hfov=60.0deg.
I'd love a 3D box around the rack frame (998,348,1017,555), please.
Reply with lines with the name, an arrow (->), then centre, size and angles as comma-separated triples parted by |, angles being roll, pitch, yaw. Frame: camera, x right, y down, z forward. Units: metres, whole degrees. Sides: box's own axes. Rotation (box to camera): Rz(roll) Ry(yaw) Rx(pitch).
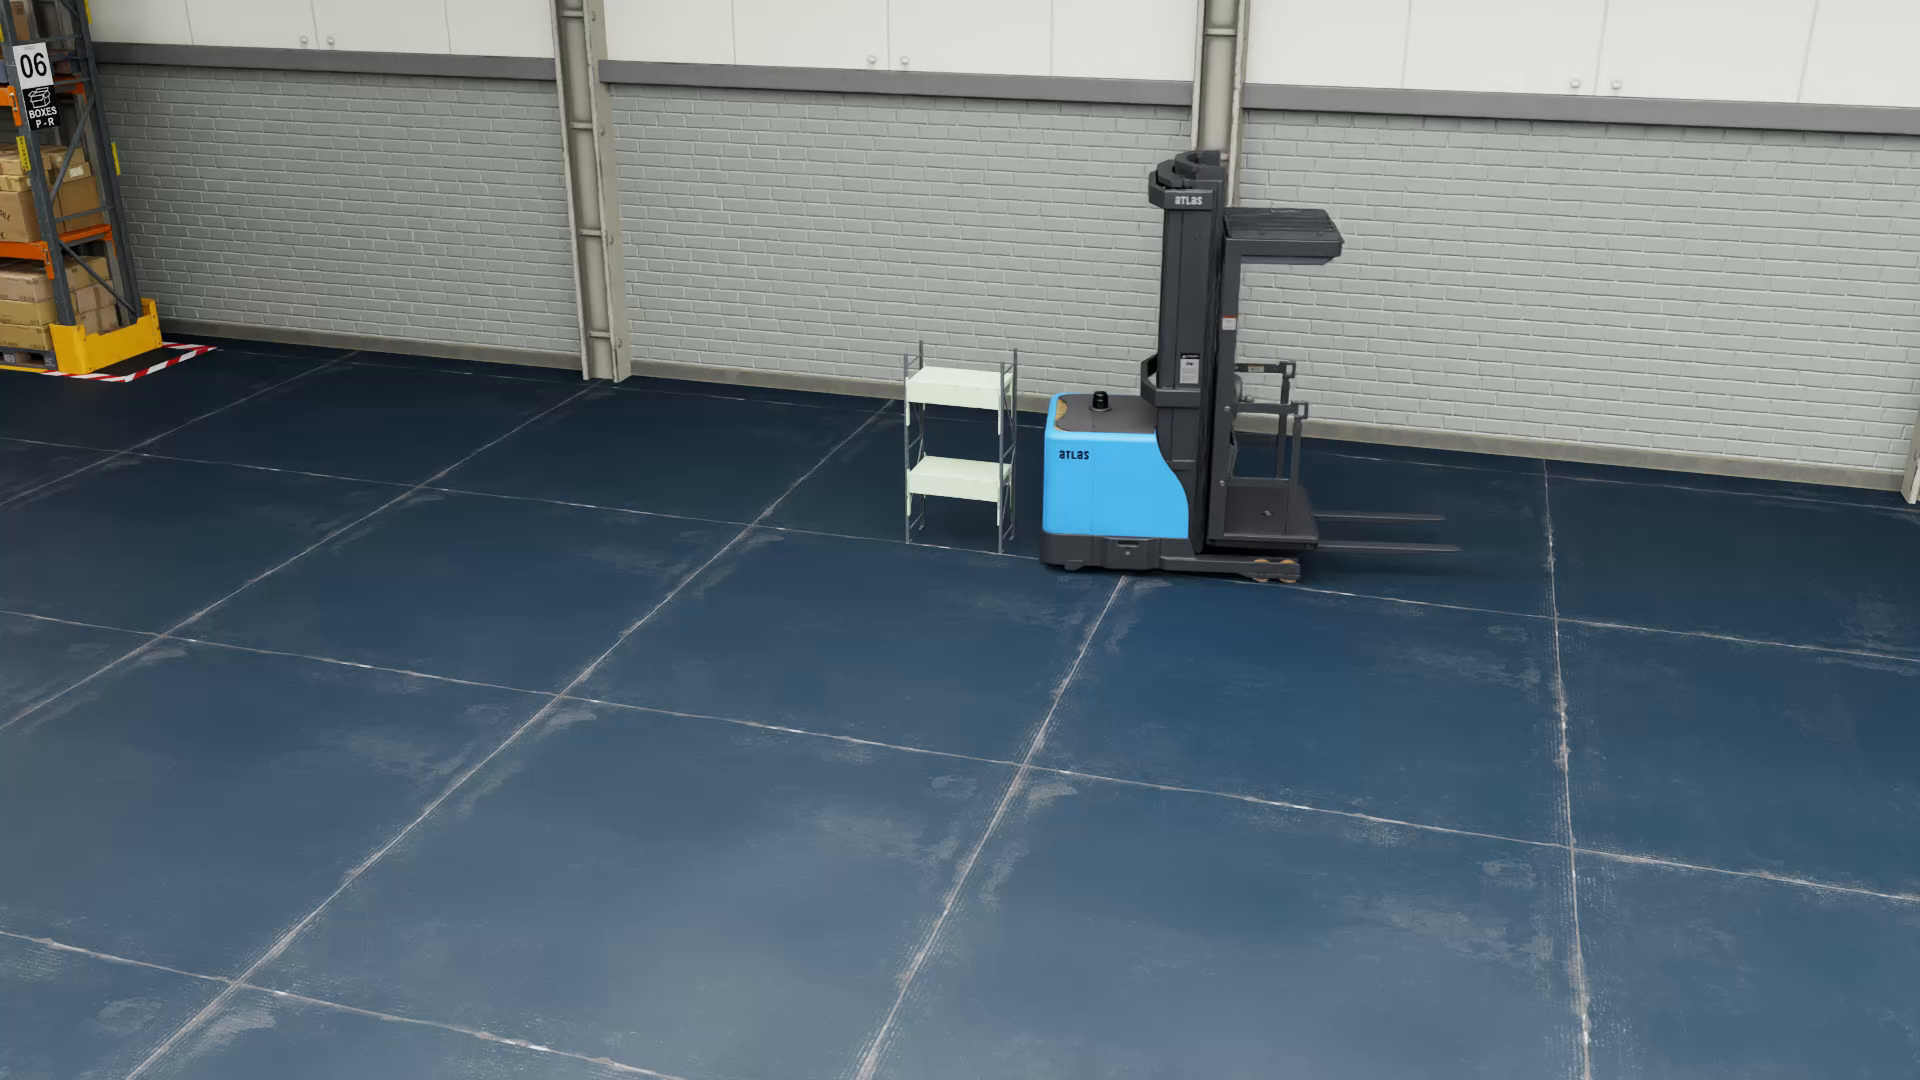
rack frame -> 0.357, -0.653, 12.386 | 0.023, 1.500, 0.400 | 7, 23, 16

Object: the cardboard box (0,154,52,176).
cardboard box -> -9.298, -3.739, 16.554 | 0.250, 0.149, 0.380 | 7, 23, 16

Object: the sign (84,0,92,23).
sign -> -8.728, -5.322, 16.583 | 0.005, 0.325, 0.100 | 7, 23, 16

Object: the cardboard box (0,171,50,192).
cardboard box -> -9.307, -3.575, 16.546 | 0.250, 0.149, 0.380 | 7, 23, 16

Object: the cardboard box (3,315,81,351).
cardboard box -> -9.435, -2.151, 17.131 | 0.500, 0.250, 0.500 | 7, 23, 16

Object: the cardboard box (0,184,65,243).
cardboard box -> -9.441, -3.297, 16.723 | 0.500, 0.500, 0.500 | 6, 23, 14

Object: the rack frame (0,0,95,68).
rack frame -> -8.894, -6.068, 15.705 | 0.127, 3.000, 1.000 | 7, 23, 16

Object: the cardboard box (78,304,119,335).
cardboard box -> -9.308, -2.339, 17.590 | 0.500, 0.250, 0.500 | 7, 23, 16

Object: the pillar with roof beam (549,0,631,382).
pillar with roof beam -> -4.800, -4.250, 11.272 | 0.400, 9.000, 9.100 | 7, 23, 16

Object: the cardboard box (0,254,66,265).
cardboard box -> -9.779, -2.852, 17.522 | 0.500, 0.250, 0.500 | 7, 23, 16

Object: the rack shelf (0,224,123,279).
rack shelf -> -10.809, -3.178, 17.514 | 4.000, 0.370, 1.077 | 7, 23, 16

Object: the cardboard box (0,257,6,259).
cardboard box -> -10.255, -2.910, 17.665 | 0.500, 0.250, 0.500 | 6, 23, 15

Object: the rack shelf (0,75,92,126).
rack shelf -> -10.809, -4.566, 16.945 | 4.000, 0.370, 1.077 | 7, 23, 16

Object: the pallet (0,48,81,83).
pallet -> -9.564, -4.726, 16.503 | 1.213, 0.211, 1.003 | 7, 23, 16

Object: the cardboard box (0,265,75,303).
cardboard box -> -9.425, -2.614, 16.942 | 0.500, 0.250, 0.500 | 7, 23, 17

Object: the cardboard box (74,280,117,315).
cardboard box -> -9.284, -2.573, 17.500 | 0.500, 0.250, 0.500 | 7, 23, 16

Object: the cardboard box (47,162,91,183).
cardboard box -> -9.144, -3.770, 17.022 | 0.250, 0.149, 0.380 | 6, 23, 14

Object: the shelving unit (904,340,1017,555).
shelving unit -> 0.006, -0.693, 12.484 | 0.755, 1.500, 0.431 | 7, 23, 16

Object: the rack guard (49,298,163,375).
rack guard -> -8.871, -2.133, 17.311 | 0.348, 0.500, 1.175 | 7, 23, 16

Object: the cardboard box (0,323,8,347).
cardboard box -> -9.909, -2.209, 17.272 | 0.500, 0.250, 0.500 | 7, 23, 15

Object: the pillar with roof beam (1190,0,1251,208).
pillar with roof beam -> 0.944, -3.592, 9.669 | 0.400, 9.000, 9.100 | 7, 23, 16

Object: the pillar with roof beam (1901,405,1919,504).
pillar with roof beam -> 6.689, -2.934, 8.065 | 0.400, 9.000, 9.100 | 7, 23, 16

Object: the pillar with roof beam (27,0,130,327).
pillar with roof beam -> -10.544, -4.907, 12.876 | 0.400, 9.000, 9.100 | 7, 23, 16

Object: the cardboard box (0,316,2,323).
cardboard box -> -9.928, -2.444, 17.187 | 0.500, 0.250, 0.500 | 6, 23, 15

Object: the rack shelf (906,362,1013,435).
rack shelf -> 0.006, -1.054, 12.336 | 0.720, 0.370, 0.431 | 7, 23, 16

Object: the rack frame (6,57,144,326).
rack frame -> -8.894, -3.292, 16.843 | 0.127, 3.000, 1.000 | 7, 23, 16

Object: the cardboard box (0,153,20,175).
cardboard box -> -9.543, -3.754, 16.592 | 0.250, 0.149, 0.380 | 7, 23, 16

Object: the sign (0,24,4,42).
sign -> -9.064, -4.857, 15.644 | 0.005, 0.325, 0.100 | 7, 23, 16

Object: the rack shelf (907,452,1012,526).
rack shelf -> 0.006, -0.392, 12.607 | 0.720, 0.370, 0.431 | 7, 23, 16

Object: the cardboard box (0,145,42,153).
cardboard box -> -9.652, -3.955, 17.081 | 0.250, 0.149, 0.380 | 7, 23, 17

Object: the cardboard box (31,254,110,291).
cardboard box -> -9.300, -2.798, 17.392 | 0.500, 0.250, 0.500 | 6, 23, 15

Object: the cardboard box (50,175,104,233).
cardboard box -> -9.288, -3.494, 17.203 | 0.500, 0.500, 0.500 | 7, 23, 17

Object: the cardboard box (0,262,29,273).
cardboard box -> -9.916, -2.668, 17.074 | 0.500, 0.250, 0.500 | 7, 23, 16

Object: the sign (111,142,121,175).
sign -> -8.728, -3.930, 17.154 | 0.005, 0.325, 0.100 | 7, 23, 16

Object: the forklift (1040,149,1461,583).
forklift -> 2.140, -1.257, 11.972 | 3.031, 2.935, 1.130 | 2, 22, 5

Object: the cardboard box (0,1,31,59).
cardboard box -> -9.388, -4.927, 16.059 | 0.500, 0.500, 0.500 | 7, 23, 17

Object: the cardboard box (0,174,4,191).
cardboard box -> -9.560, -3.592, 16.588 | 0.250, 0.149, 0.380 | 7, 23, 16

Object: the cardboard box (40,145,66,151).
cardboard box -> -9.391, -3.942, 17.050 | 0.250, 0.149, 0.380 | 7, 23, 17

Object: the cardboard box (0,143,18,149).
cardboard box -> -9.884, -3.988, 17.161 | 0.250, 0.149, 0.380 | 7, 23, 16

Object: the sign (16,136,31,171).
sign -> -9.064, -3.742, 16.102 | 0.005, 0.325, 0.100 | 7, 23, 16

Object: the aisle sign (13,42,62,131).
aisle sign -> -8.916, -4.381, 16.072 | 0.004, 0.787, 0.394 | 7, 23, 16

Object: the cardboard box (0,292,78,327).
cardboard box -> -9.451, -2.385, 17.044 | 0.500, 0.250, 0.500 | 6, 23, 15

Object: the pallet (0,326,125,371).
pallet -> -9.638, -2.071, 17.540 | 1.213, 0.211, 1.003 | 7, 23, 16

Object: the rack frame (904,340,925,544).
rack frame -> -0.344, -0.733, 12.581 | 0.023, 1.500, 0.400 | 7, 23, 16

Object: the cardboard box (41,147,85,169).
cardboard box -> -9.154, -3.890, 16.924 | 0.250, 0.149, 0.380 | 6, 23, 14
